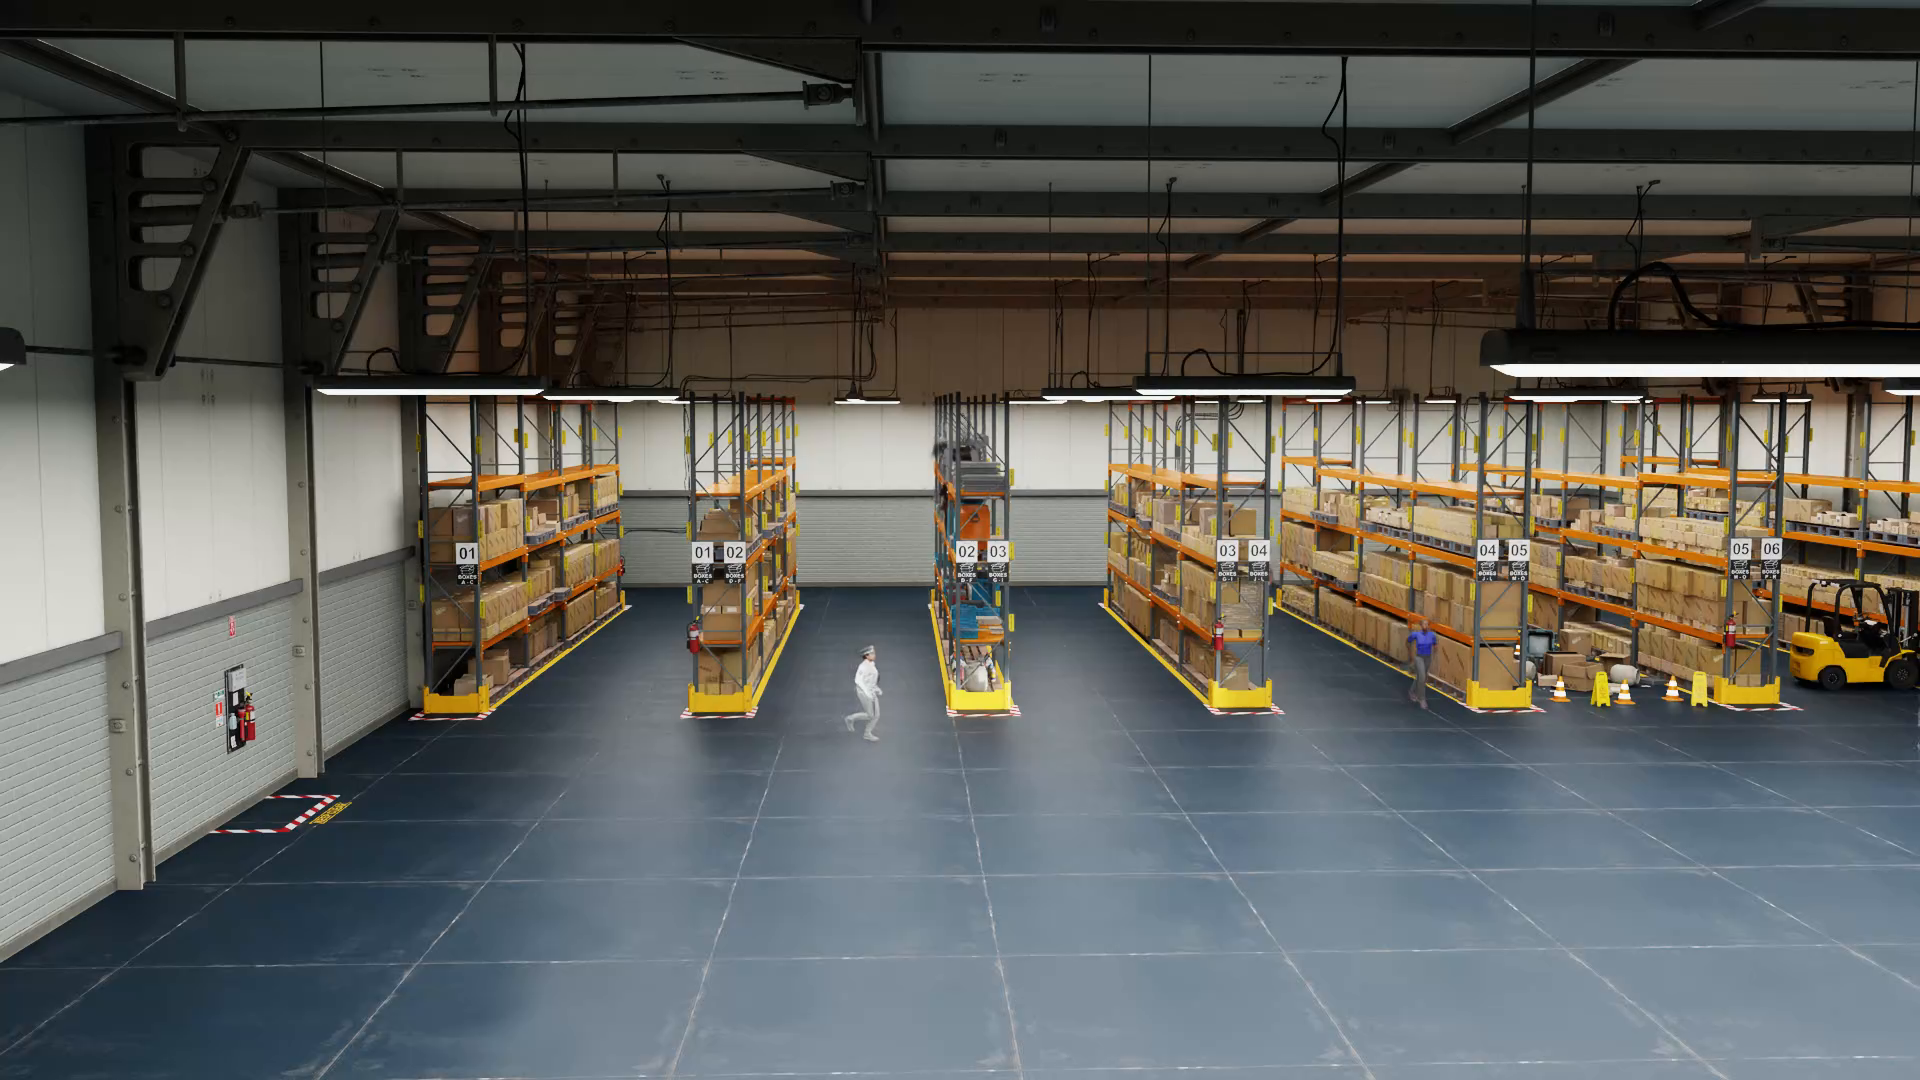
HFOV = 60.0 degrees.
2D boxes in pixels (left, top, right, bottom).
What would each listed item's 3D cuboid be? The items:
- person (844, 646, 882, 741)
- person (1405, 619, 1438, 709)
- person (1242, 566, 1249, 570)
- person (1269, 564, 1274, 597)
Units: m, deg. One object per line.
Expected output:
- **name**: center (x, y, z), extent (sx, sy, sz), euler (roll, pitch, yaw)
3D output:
- **person**: center (-1.673, 2.622, 28.591), extent (0.591, 1.649, 0.583), euler (2, 5, 22)
- **person**: center (8.851, 2.334, 31.842), extent (0.573, 1.682, 0.846), euler (-1, 5, -16)
- **person**: center (7.932, 1.084, 47.994), extent (0.880, 1.601, 0.657), euler (3, 6, 35)
- **person**: center (8.133, 1.270, 44.680), extent (0.668, 1.807, 0.823), euler (0, 5, -4)
